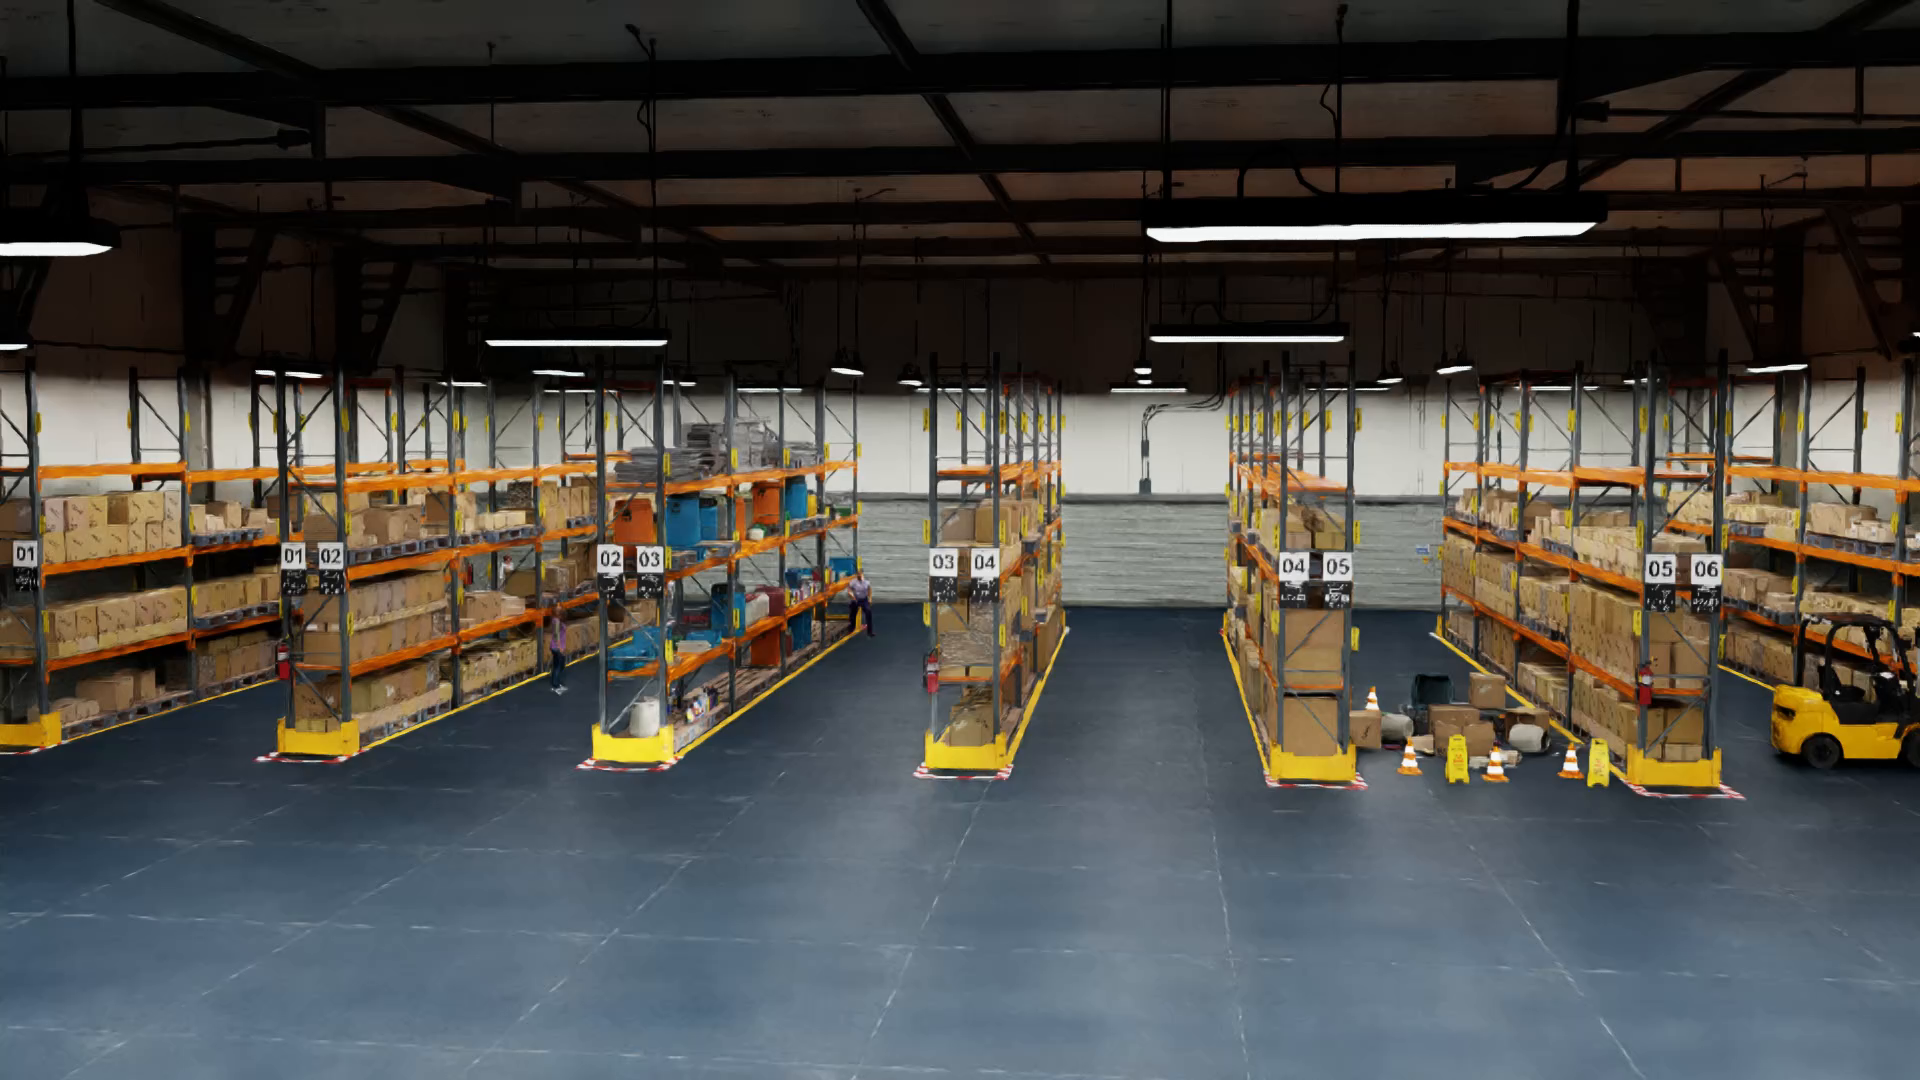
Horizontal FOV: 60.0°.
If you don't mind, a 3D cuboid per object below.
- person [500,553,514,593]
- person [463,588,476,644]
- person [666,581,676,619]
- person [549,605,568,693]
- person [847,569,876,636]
[{"bbox_3d":[-11.957,1.135,43.536,0.436,1.592,0.584,4,6,45],"label":"person"},{"bbox_3d":[-10.246,1.775,34.389,0.625,1.611,0.574,0,4,5],"label":"person"},{"bbox_3d":[-7.505,1.128,42.143,0.470,1.772,0.663,3,5,39],"label":"person"},{"bbox_3d":[-7.465,2.033,30.914,0.349,1.641,0.476,-2,4,-20],"label":"person"},{"bbox_3d":[-2.362,1.446,39.034,0.591,1.582,0.821,-1,4,-10],"label":"person"}]
